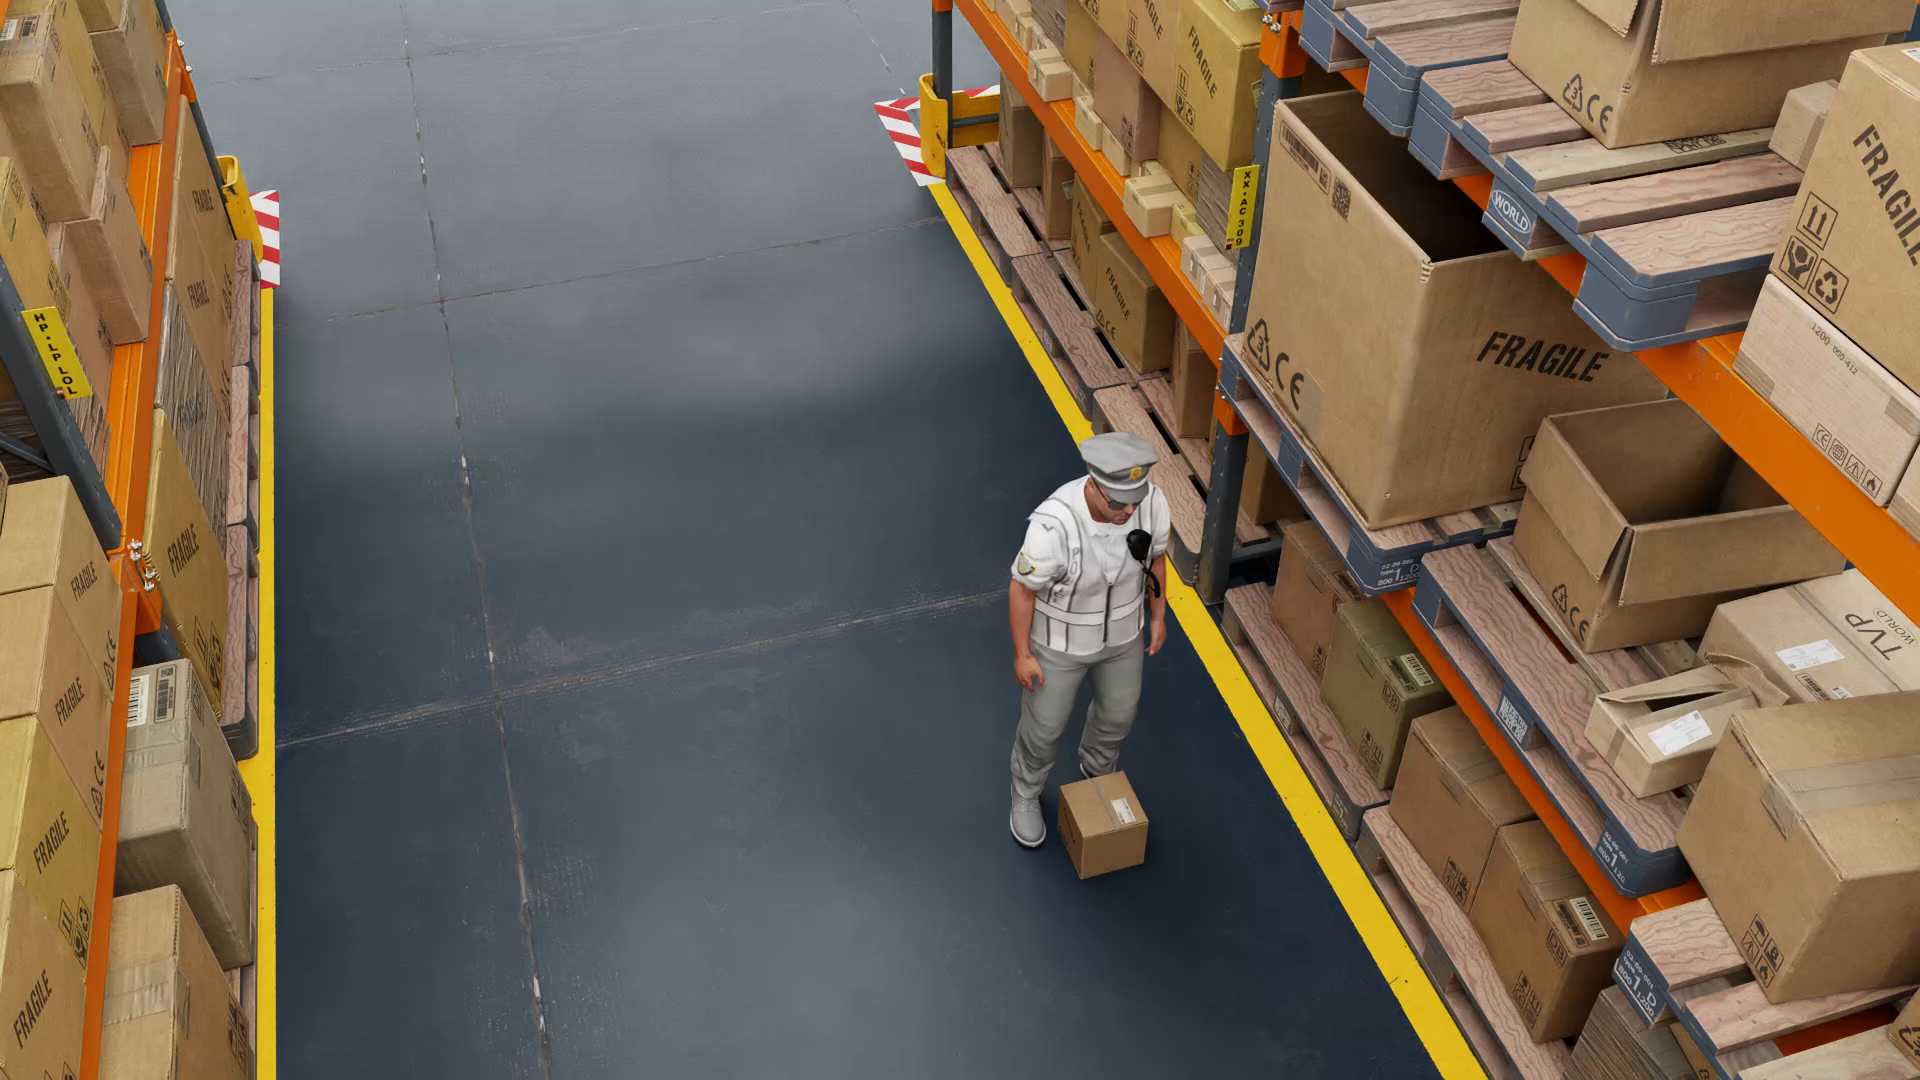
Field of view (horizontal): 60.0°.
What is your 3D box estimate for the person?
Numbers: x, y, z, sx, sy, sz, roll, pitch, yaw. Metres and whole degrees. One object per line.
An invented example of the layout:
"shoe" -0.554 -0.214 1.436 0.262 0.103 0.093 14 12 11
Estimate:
"person" 0.438 0.312 5.806 0.606 1.749 0.433 -14 44 -15
